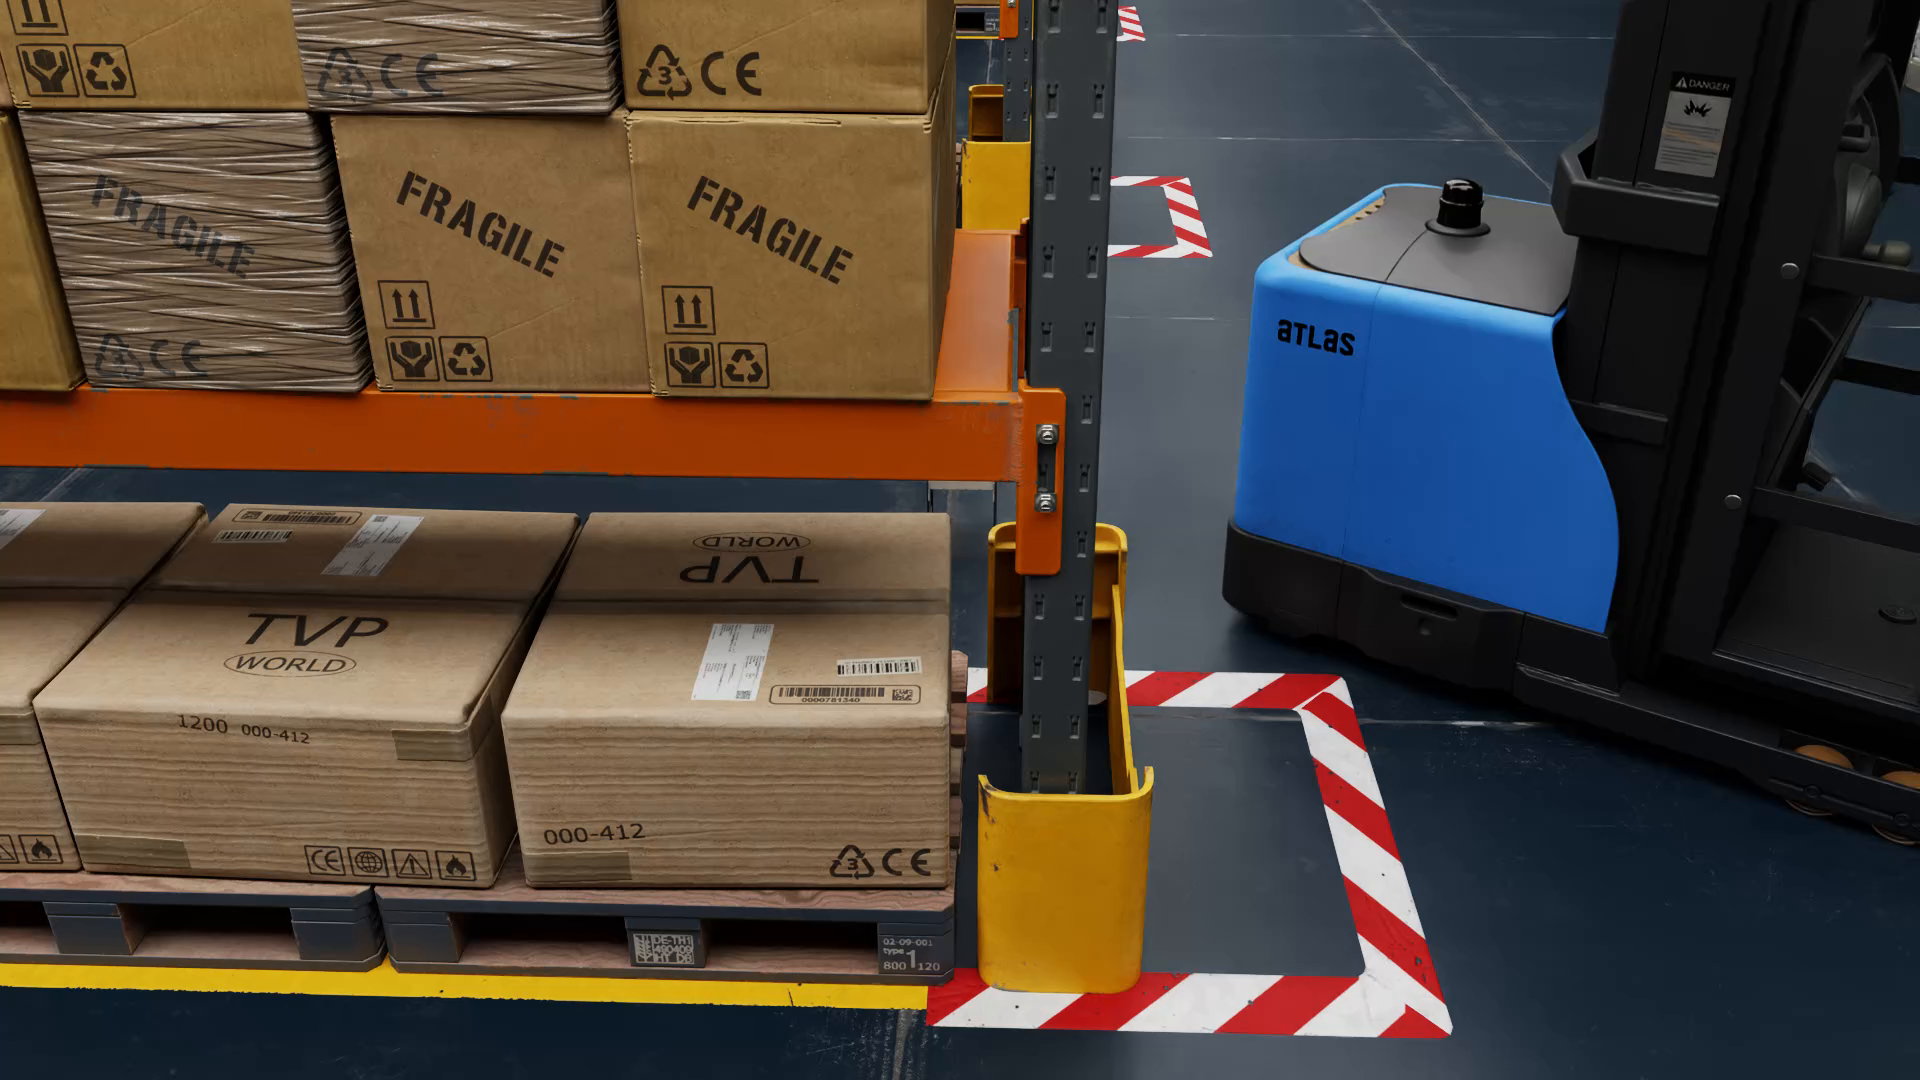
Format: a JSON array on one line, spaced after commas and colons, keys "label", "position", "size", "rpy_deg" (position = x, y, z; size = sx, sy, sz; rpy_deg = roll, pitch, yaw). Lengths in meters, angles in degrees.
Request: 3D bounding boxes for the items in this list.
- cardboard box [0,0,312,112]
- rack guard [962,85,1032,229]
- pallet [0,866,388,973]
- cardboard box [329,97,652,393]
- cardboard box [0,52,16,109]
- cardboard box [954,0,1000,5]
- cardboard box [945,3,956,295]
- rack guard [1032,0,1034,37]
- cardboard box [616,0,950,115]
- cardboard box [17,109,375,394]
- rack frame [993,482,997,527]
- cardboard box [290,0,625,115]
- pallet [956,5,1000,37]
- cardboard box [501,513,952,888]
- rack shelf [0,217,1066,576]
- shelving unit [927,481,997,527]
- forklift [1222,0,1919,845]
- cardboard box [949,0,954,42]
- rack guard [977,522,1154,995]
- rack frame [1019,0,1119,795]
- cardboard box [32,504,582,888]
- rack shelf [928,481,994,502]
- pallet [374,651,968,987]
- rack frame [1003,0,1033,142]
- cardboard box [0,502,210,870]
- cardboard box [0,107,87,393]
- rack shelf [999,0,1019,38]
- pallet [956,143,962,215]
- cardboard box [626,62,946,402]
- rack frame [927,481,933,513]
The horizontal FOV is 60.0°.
[{"label": "cardboard box", "position": [-1.303, -1.042, 2.839], "size": [0.500, 0.500, 0.500], "rpy_deg": [1, 28, 2]}, {"label": "rack guard", "position": [0.202, -1.871, 8.245], "size": [0.348, 0.500, 1.175], "rpy_deg": [1, 28, 2]}, {"label": "pallet", "position": [-1.814, 0.579, 3.933], "size": [1.213, 0.211, 1.003], "rpy_deg": [1, 28, 2]}, {"label": "cardboard box", "position": [-0.788, -0.599, 3.070], "size": [0.500, 0.500, 0.500], "rpy_deg": [0, 28, 1]}, {"label": "cardboard box", "position": [-1.806, -1.051, 2.856], "size": [0.500, 0.500, 0.500], "rpy_deg": [1, 28, 1]}, {"label": "cardboard box", "position": [-0.088, -4.514, 12.382], "size": [0.875, 0.875, 0.875], "rpy_deg": [1, 28, 2]}, {"label": "cardboard box", "position": [-0.265, -0.842, 3.528], "size": [0.500, 0.500, 0.500], "rpy_deg": [1, 28, 1]}, {"label": "rack guard", "position": [0.578, -4.189, 12.618], "size": [0.348, 0.500, 1.175], "rpy_deg": [1, 28, 2]}, {"label": "cardboard box", "position": [-0.286, -1.038, 2.830], "size": [0.500, 0.500, 0.500], "rpy_deg": [2, 28, 3]}, {"label": "cardboard box", "position": [-1.303, -0.603, 3.078], "size": [0.500, 0.500, 0.500], "rpy_deg": [2, 28, 3]}, {"label": "rack frame", "position": [0.110, -0.396, 5.036], "size": [0.006, 0.900, 0.240], "rpy_deg": [1, 28, 2]}, {"label": "cardboard box", "position": [-0.809, -1.033, 2.821], "size": [0.500, 0.500, 0.500], "rpy_deg": [1, 28, 2]}, {"label": "pallet", "position": [-0.248, -4.038, 12.643], "size": [1.213, 0.211, 1.003], "rpy_deg": [1, 28, 2]}, {"label": "cardboard box", "position": [-0.459, 0.327, 3.717], "size": [0.875, 0.438, 0.875], "rpy_deg": [0, 28, 0]}, {"label": "rack shelf", "position": [-1.794, -0.370, 3.514], "size": [4.000, 0.370, 1.077], "rpy_deg": [1, 28, 2]}, {"label": "shelving unit", "position": [0.008, -0.397, 5.039], "size": [0.210, 0.900, 0.258], "rpy_deg": [1, 28, 2]}, {"label": "forklift", "position": [2.265, -0.866, 3.754], "size": [3.031, 2.935, 1.130], "rpy_deg": [17, 33, 30]}, {"label": "cardboard box", "position": [-0.265, -1.282, 3.292], "size": [0.500, 0.500, 0.500], "rpy_deg": [0, 28, 1]}, {"label": "rack guard", "position": [0.228, 0.450, 3.868], "size": [0.348, 0.500, 1.175], "rpy_deg": [1, 28, 2]}, {"label": "rack frame", "position": [0.204, -0.655, 3.283], "size": [0.127, 3.000, 1.000], "rpy_deg": [1, 28, 2]}, {"label": "cardboard box", "position": [-1.374, 0.316, 3.738], "size": [0.875, 0.438, 0.875], "rpy_deg": [2, 28, 3]}, {"label": "rack shelf", "position": [0.008, -0.209, 5.139], "size": [0.200, 0.077, 0.258], "rpy_deg": [1, 28, 2]}, {"label": "pallet", "position": [-0.598, 0.600, 3.892], "size": [1.213, 0.211, 1.003], "rpy_deg": [1, 28, 2]}, {"label": "rack frame", "position": [0.278, -2.974, 7.657], "size": [0.127, 3.000, 1.000], "rpy_deg": [1, 28, 2]}, {"label": "cardboard box", "position": [-2.275, 0.300, 3.768], "size": [0.875, 0.438, 0.875], "rpy_deg": [0, 28, 0]}, {"label": "cardboard box", "position": [-1.819, -0.605, 3.082], "size": [0.500, 0.500, 0.500], "rpy_deg": [2, 28, 3]}, {"label": "rack shelf", "position": [-1.721, -2.689, 7.888], "size": [4.000, 0.370, 1.077], "rpy_deg": [1, 28, 2]}, {"label": "pallet", "position": [-0.609, -1.773, 8.369], "size": [1.213, 0.211, 1.003], "rpy_deg": [1, 28, 2]}, {"label": "cardboard box", "position": [-0.287, -0.583, 3.041], "size": [0.500, 0.500, 0.500], "rpy_deg": [1, 28, 2]}, {"label": "rack frame", "position": [-0.093, -0.399, 5.042], "size": [0.006, 0.900, 0.240], "rpy_deg": [1, 28, 2]}]
